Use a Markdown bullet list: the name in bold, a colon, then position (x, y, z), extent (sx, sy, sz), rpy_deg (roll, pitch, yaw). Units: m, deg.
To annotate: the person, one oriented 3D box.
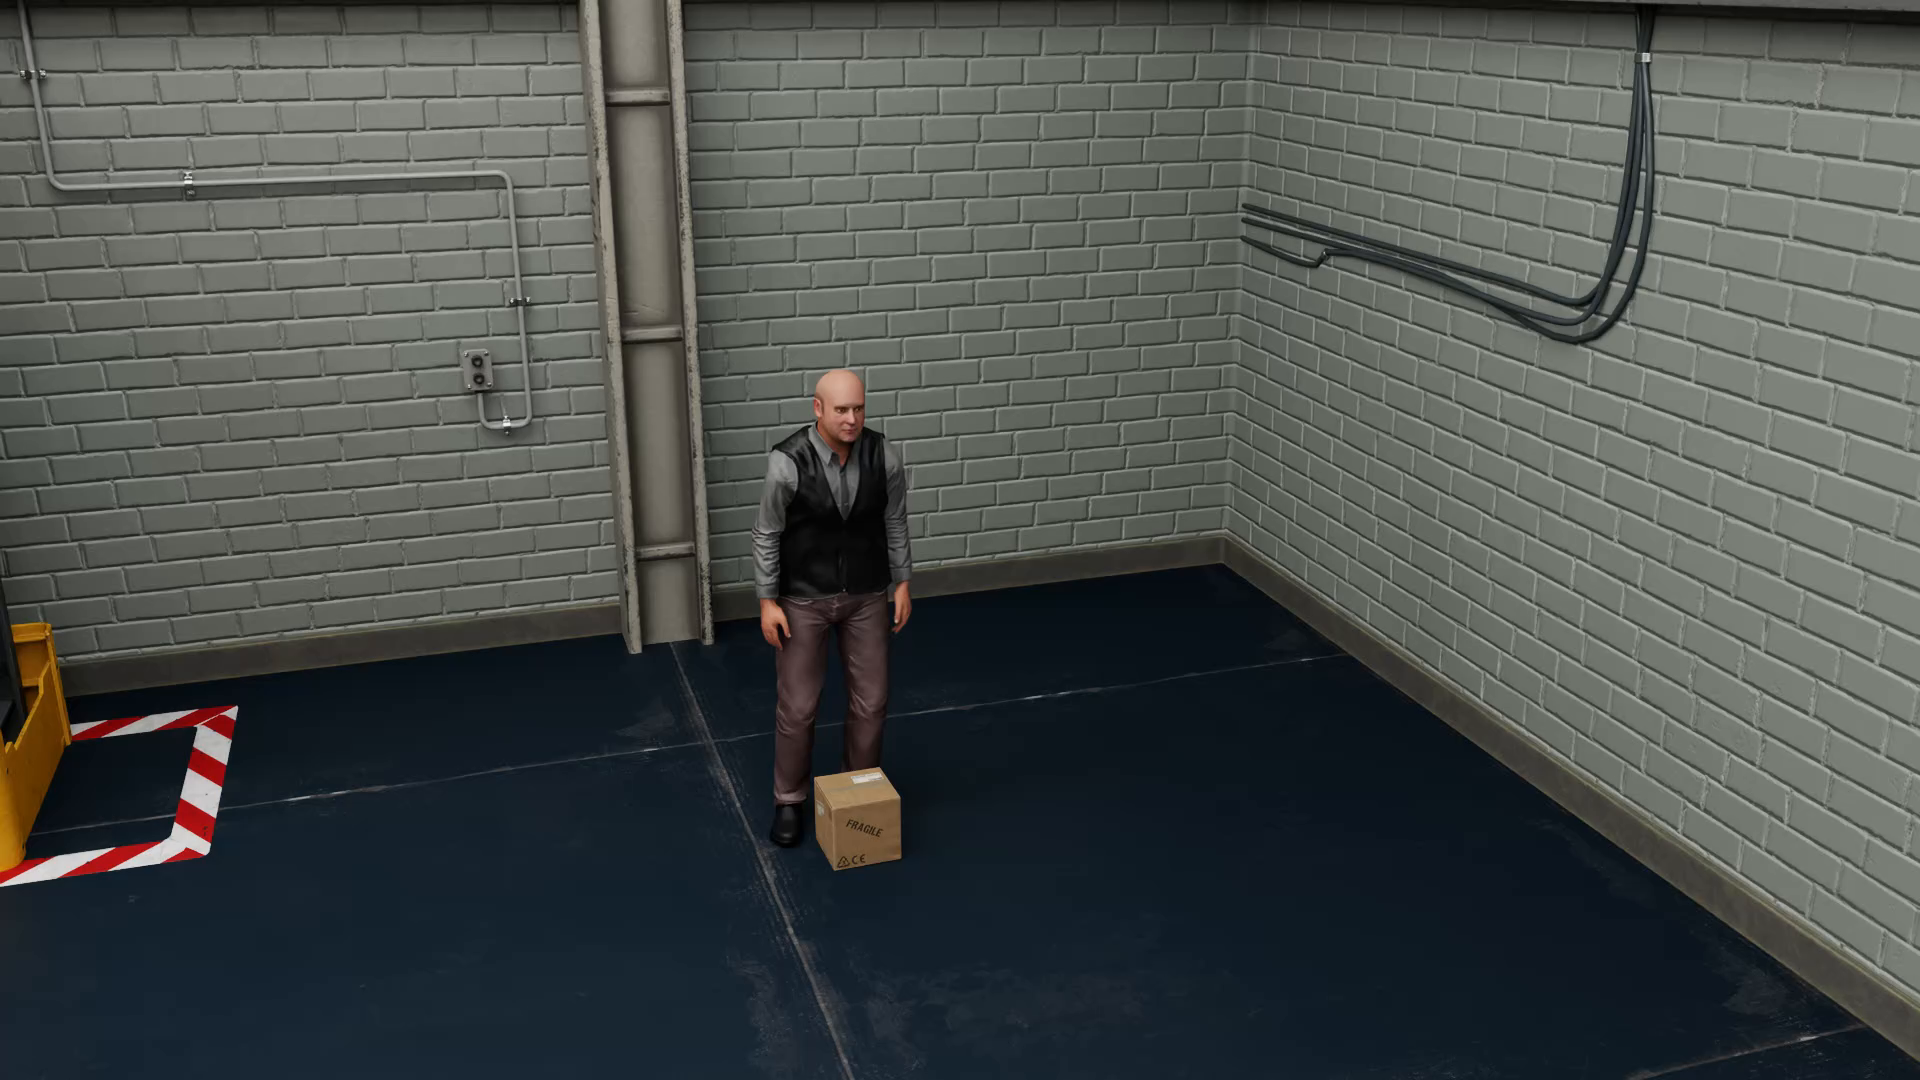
- **person**: position (-0.446, 0.224, 5.956), extent (0.594, 1.721, 0.472), rpy_deg (-7, 20, -20)
